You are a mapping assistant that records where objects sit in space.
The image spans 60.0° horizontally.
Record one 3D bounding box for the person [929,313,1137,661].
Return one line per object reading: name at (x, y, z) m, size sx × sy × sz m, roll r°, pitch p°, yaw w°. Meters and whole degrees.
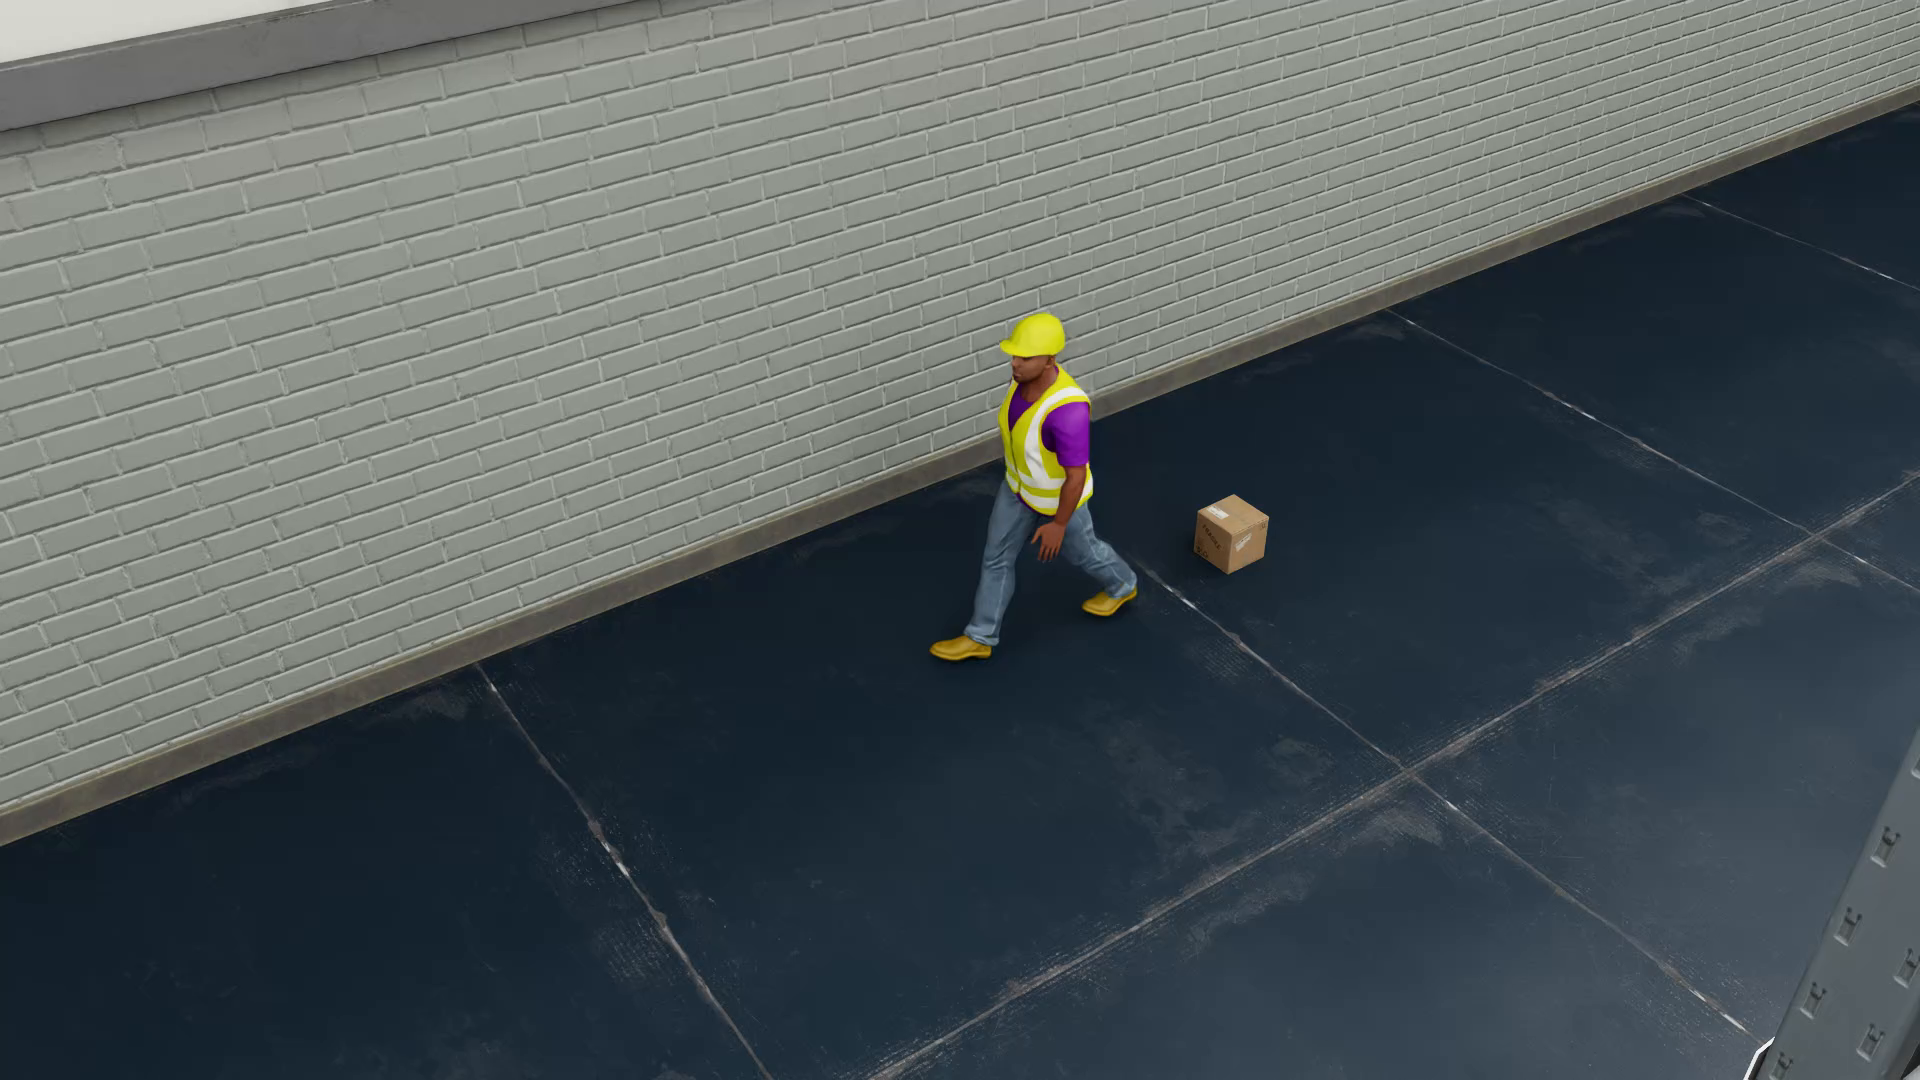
person at (0.377, -0.224, 7.311) m, size 1.073 × 1.717 × 0.600 m, roll -21°, pitch 41°, yaw -26°
